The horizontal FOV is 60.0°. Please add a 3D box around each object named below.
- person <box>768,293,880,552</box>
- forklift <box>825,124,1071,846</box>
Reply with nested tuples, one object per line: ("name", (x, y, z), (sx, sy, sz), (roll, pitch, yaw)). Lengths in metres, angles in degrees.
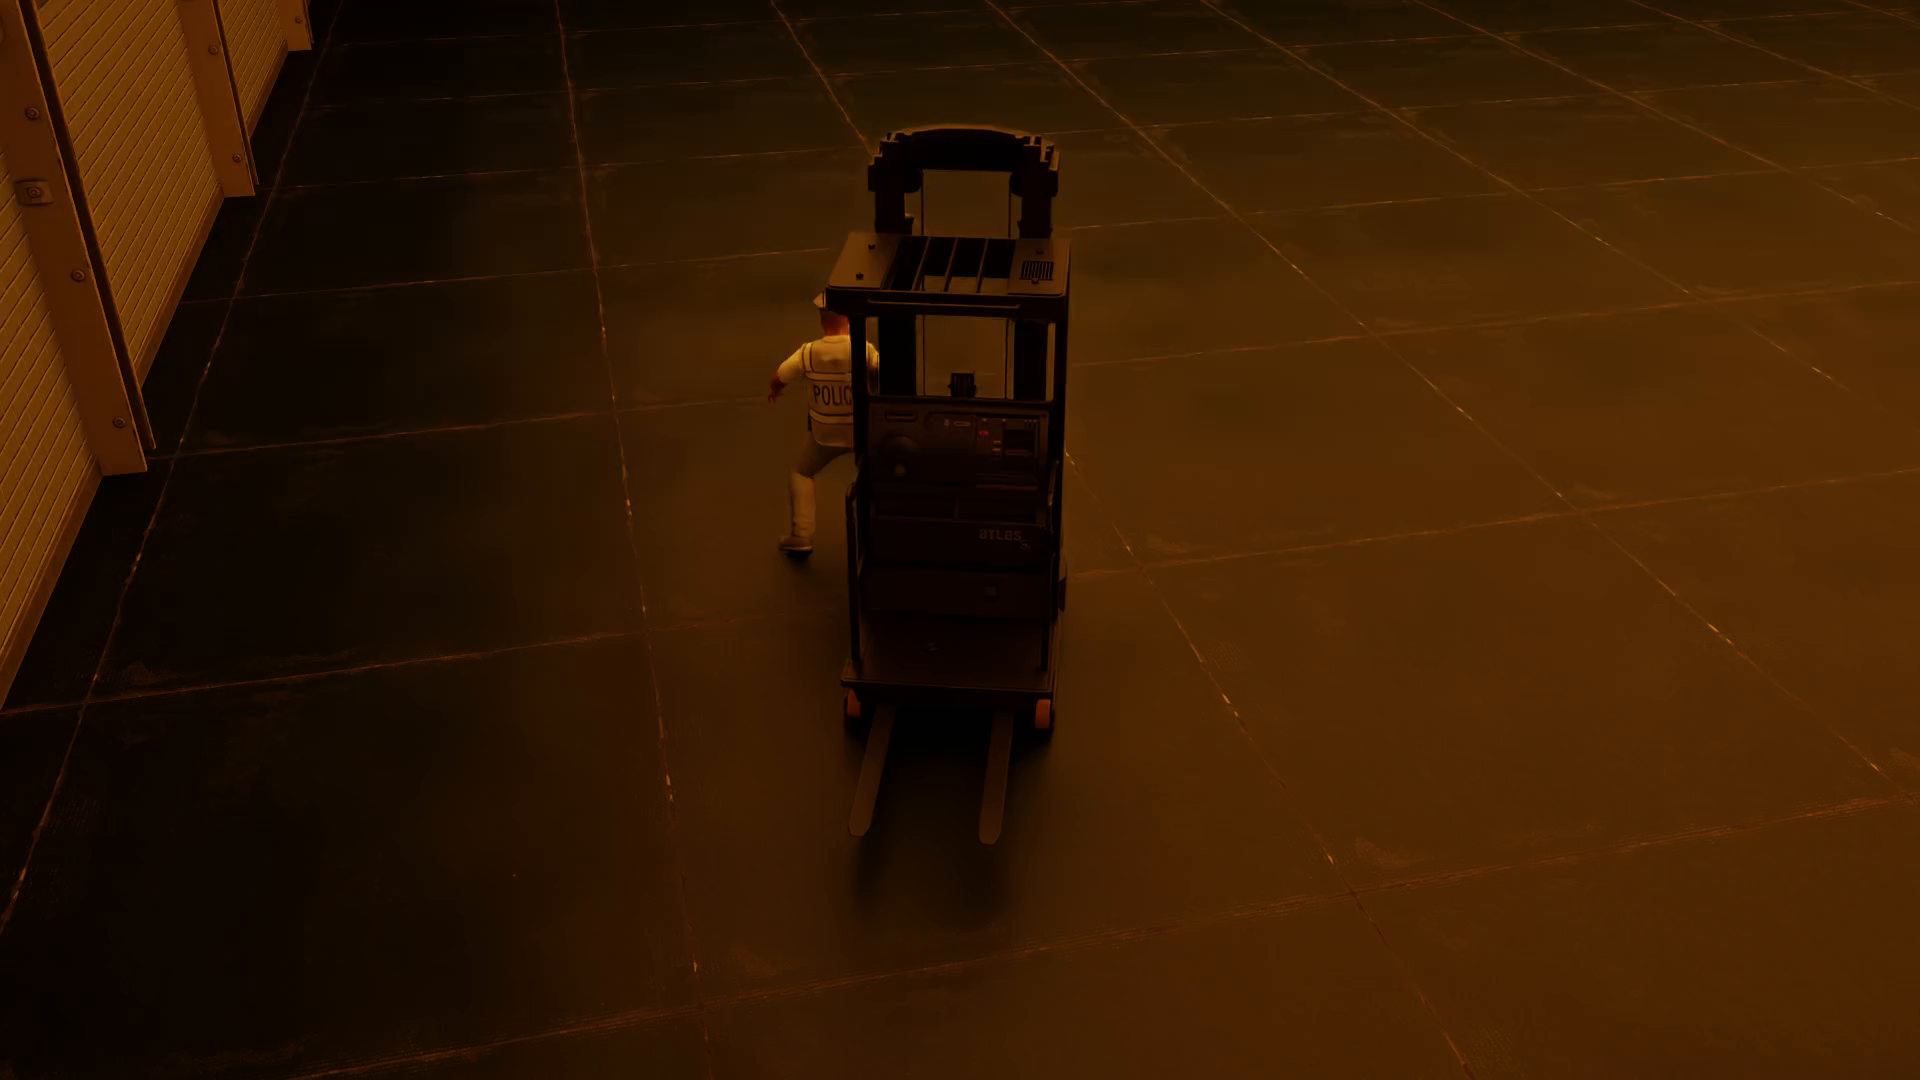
("person", (-0.741, -0.768, 10.267), (0.959, 1.630, 0.816), (2, 30, 3))
("forklift", (-0.029, -0.447, 8.346), (1.130, 2.935, 3.031), (3, 30, 5))
